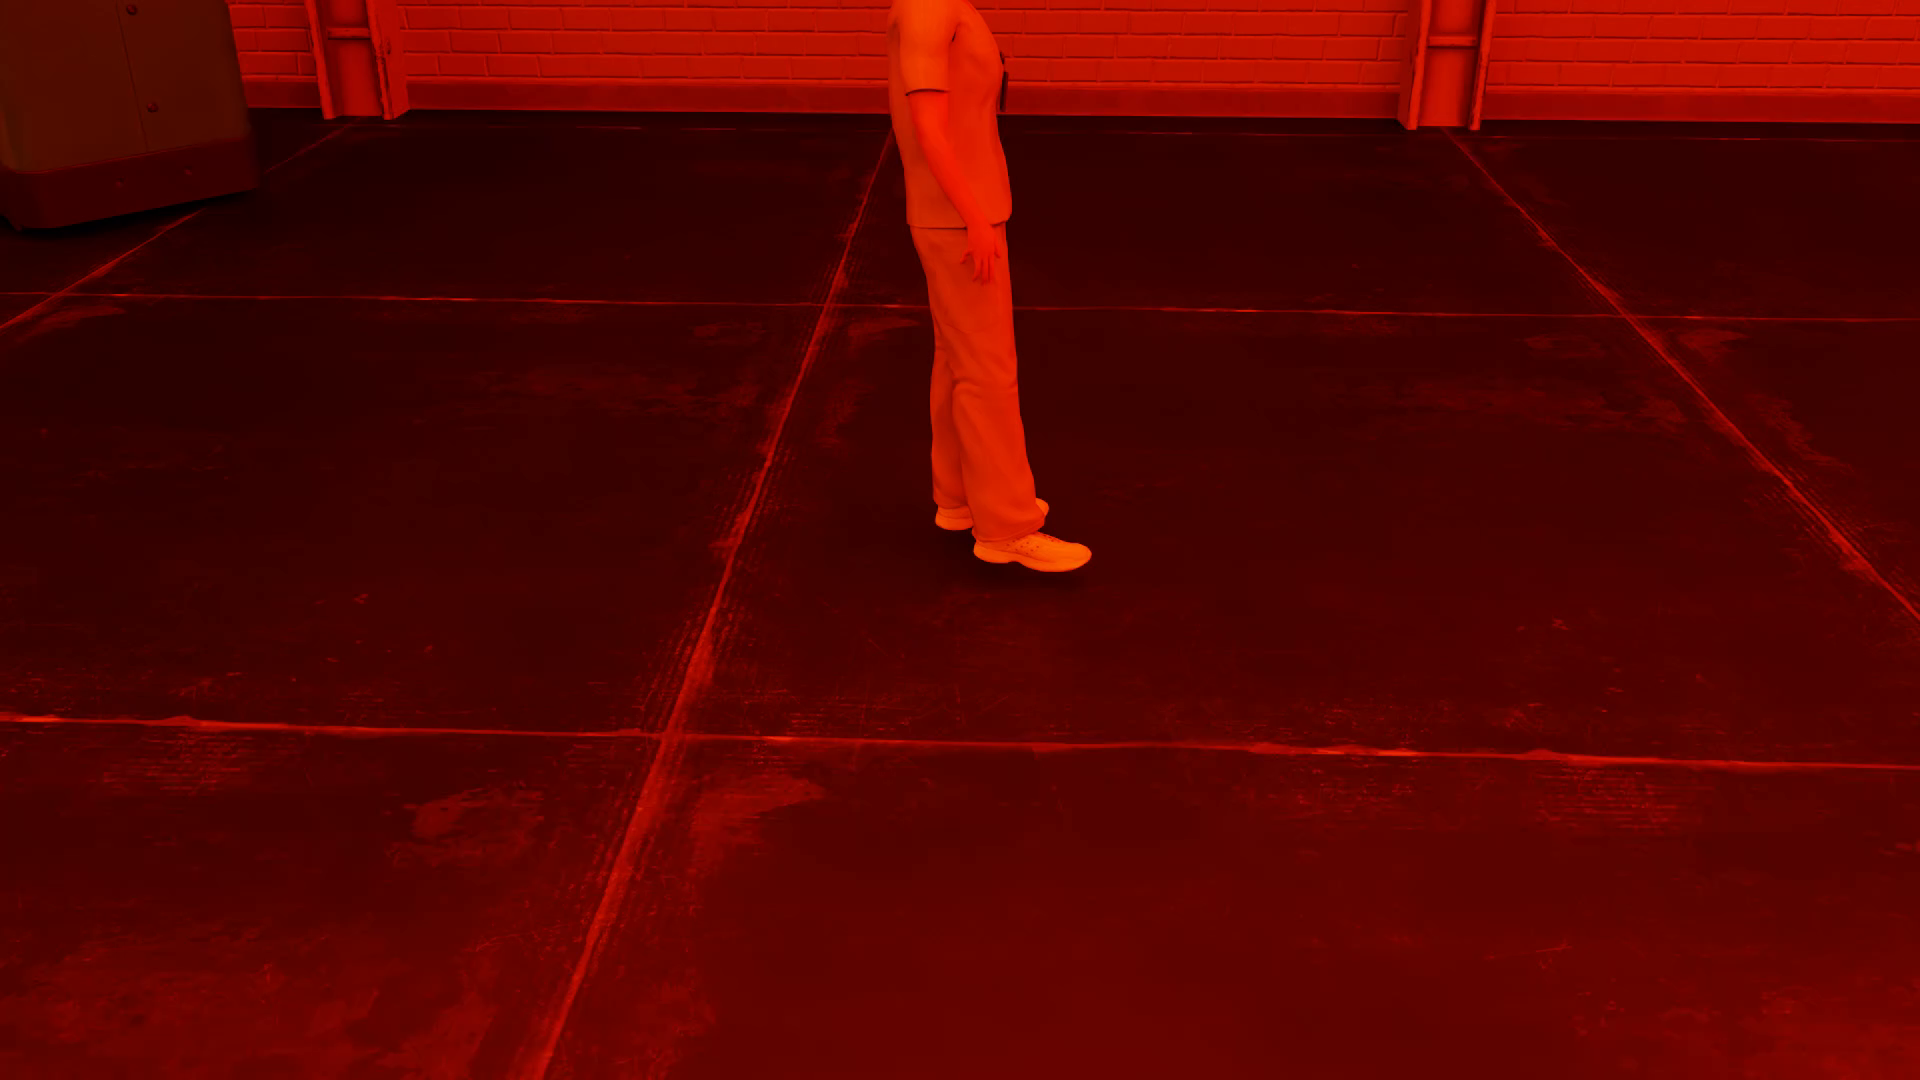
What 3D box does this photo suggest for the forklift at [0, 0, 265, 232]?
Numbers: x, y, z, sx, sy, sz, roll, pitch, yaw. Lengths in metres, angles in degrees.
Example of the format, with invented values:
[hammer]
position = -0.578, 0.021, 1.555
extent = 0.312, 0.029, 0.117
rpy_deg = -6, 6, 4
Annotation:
[forklift]
position = -4.637, -3.168, 7.631
extent = 3.031, 2.935, 1.130
rpy_deg = 22, 34, 37

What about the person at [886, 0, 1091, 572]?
[person]
position = 0.073, -0.787, 4.115
extent = 0.547, 1.673, 0.549
rpy_deg = 1, 26, 2
